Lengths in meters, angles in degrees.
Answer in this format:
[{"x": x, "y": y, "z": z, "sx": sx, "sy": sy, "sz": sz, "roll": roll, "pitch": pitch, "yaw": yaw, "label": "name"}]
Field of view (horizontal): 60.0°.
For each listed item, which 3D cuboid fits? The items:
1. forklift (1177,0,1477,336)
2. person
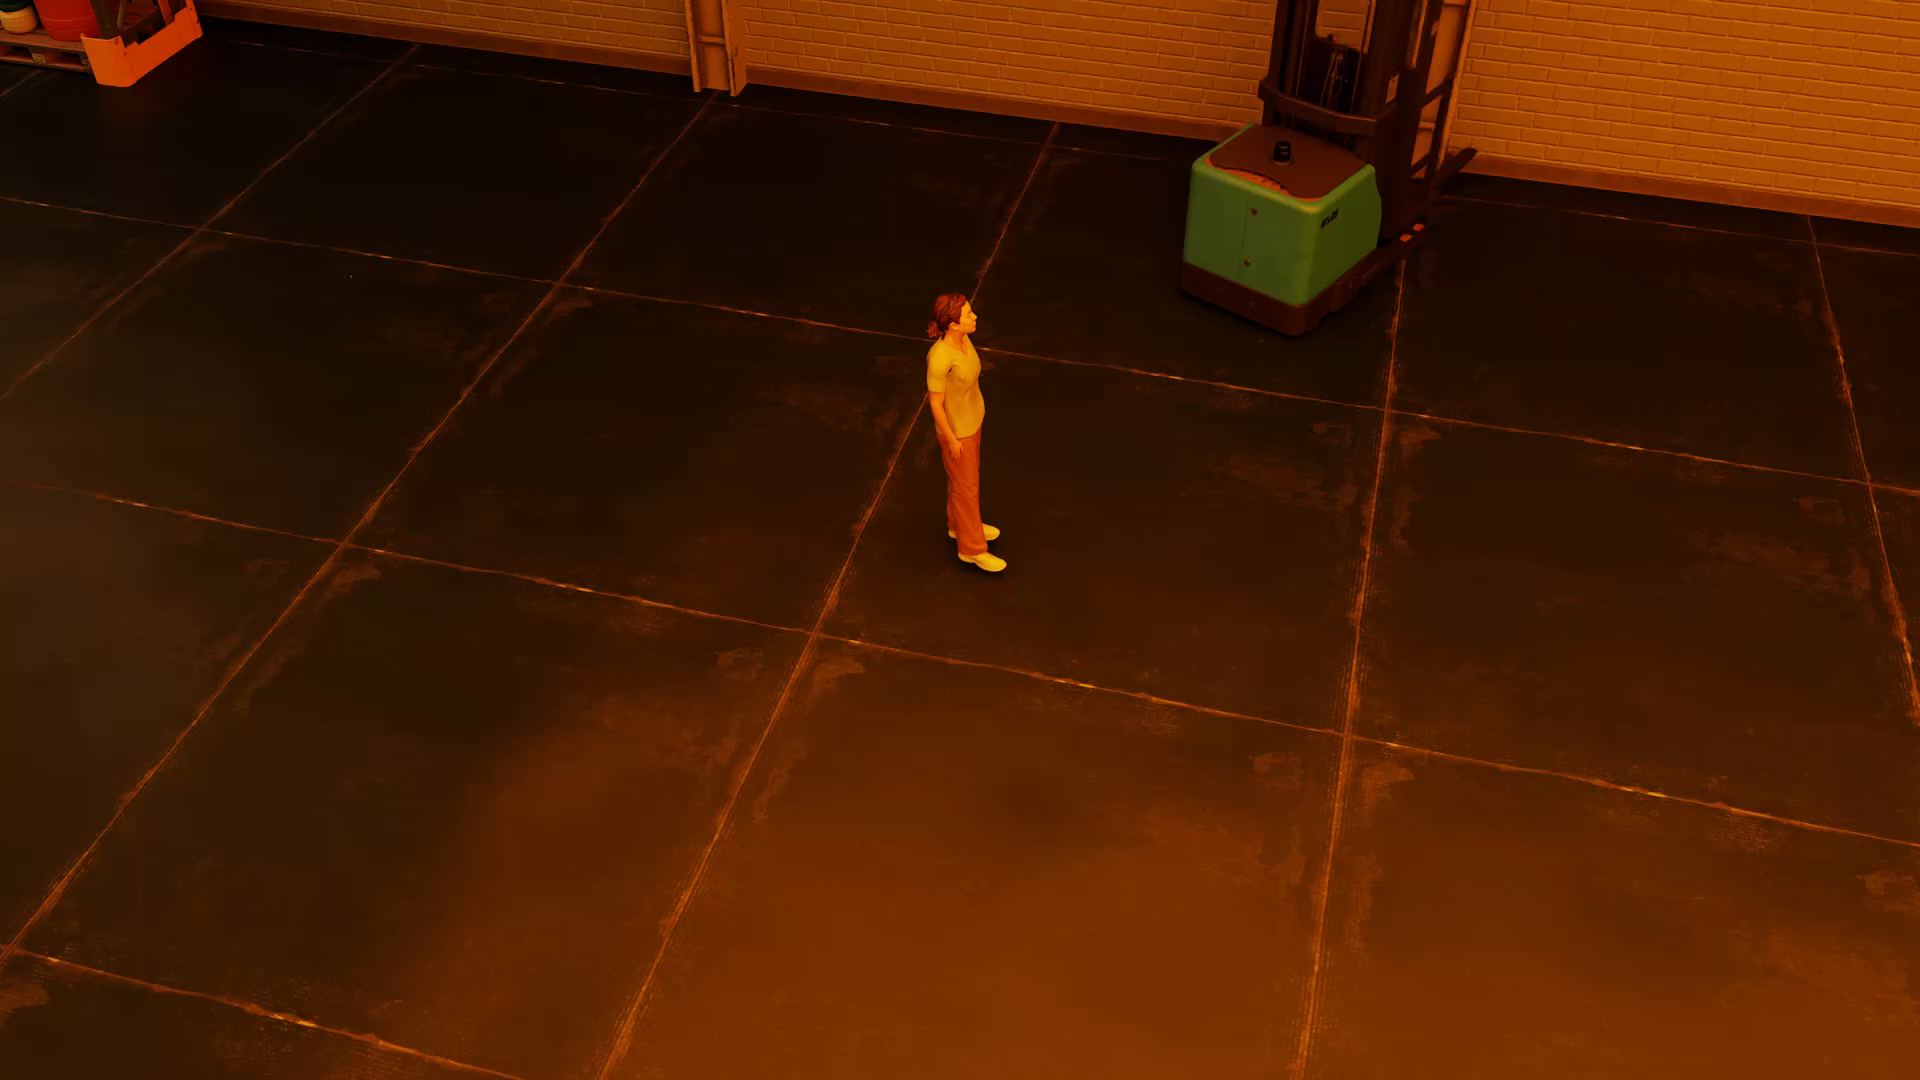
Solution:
[{"x": 2.912, "y": -3.432, "z": 11.777, "sx": 1.130, "sy": 2.935, "sz": 3.031, "roll": 29, "pitch": 49, "yaw": 29, "label": "forklift"}, {"x": 0.068, "y": -0.646, "z": 9.479, "sx": 0.548, "sy": 1.675, "sz": 0.554, "roll": 10, "pitch": 42, "yaw": 11, "label": "person"}]
